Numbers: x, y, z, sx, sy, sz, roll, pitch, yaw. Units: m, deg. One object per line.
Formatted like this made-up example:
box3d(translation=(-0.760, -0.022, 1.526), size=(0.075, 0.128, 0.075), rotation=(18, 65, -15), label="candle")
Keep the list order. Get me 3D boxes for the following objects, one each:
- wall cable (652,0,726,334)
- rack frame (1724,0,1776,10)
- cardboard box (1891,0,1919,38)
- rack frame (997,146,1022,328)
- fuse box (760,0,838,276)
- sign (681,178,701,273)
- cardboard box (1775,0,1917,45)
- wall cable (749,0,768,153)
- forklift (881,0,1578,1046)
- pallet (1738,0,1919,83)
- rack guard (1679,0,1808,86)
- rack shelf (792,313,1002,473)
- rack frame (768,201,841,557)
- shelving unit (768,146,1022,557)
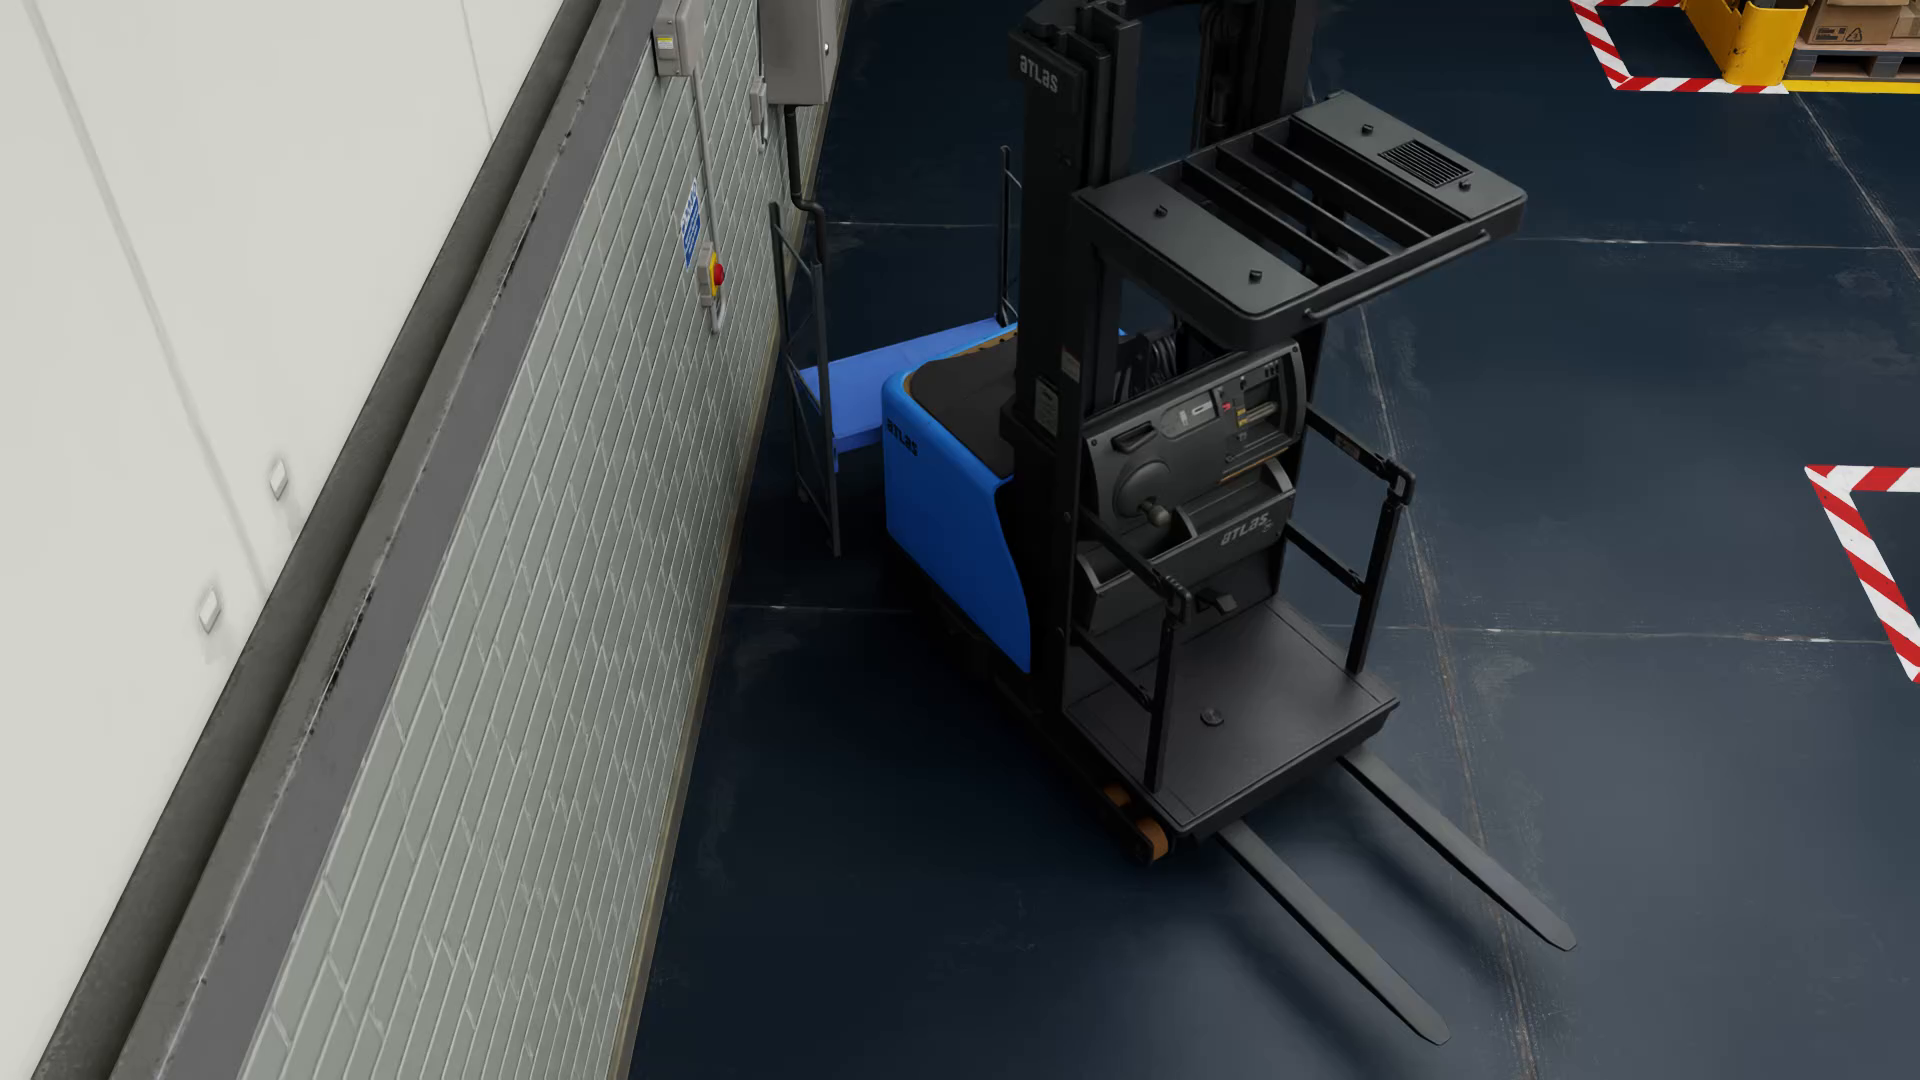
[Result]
box3d(translation=(-0.939, -1.493, 5.969), size=(0.123, 1.953, 0.585), rotation=(2, 43, 2), label="wall cable")
box3d(translation=(4.915, -4.332, 9.785), size=(0.127, 3.000, 1.000), rotation=(2, 43, 2), label="rack frame")
box3d(translation=(5.944, -3.320, 10.482), size=(0.250, 0.149, 0.380), rotation=(0, 43, 0), label="cardboard box")
box3d(translation=(0.283, -0.927, 7.230), size=(0.032, 1.500, 0.500), rotation=(-18, 46, -18), label="rack frame")
box3d(translation=(-0.699, -2.064, 8.296), size=(0.414, 1.711, 0.539), rotation=(2, 43, 2), label="fuse box")
box3d(translation=(-1.002, -1.177, 6.201), size=(0.001, 0.218, 0.327), rotation=(2, 43, 2), label="sign")
box3d(translation=(5.522, -3.489, 10.404), size=(0.637, 0.503, 0.797), rotation=(0, 43, 0), label="cardboard box")
box3d(translation=(-0.887, -2.447, 7.017), size=(0.122, 1.984, 0.588), rotation=(2, 43, 2), label="wall cable")
box3d(translation=(0.931, -0.277, 5.483), size=(1.130, 2.935, 3.031), rotation=(-25, 49, -25), label="forklift")
box3d(translation=(5.787, -3.286, 10.708), size=(1.213, 0.211, 1.003), rotation=(2, 43, 2), label="pallet")
box3d(translation=(4.991, -3.416, 10.635), size=(0.348, 0.500, 1.175), rotation=(2, 43, 2), label="rack guard")
box3d(translation=(-0.177, -0.649, 7.195), size=(1.000, 0.185, 0.538), rotation=(-18, 46, -18), label="rack shelf")
box3d(translation=(-0.638, -0.634, 6.915), size=(0.032, 1.500, 0.500), rotation=(-18, 46, -18), label="rack frame")
box3d(translation=(-0.177, -0.780, 7.073), size=(1.048, 1.500, 0.538), rotation=(-18, 46, -18), label="shelving unit")
